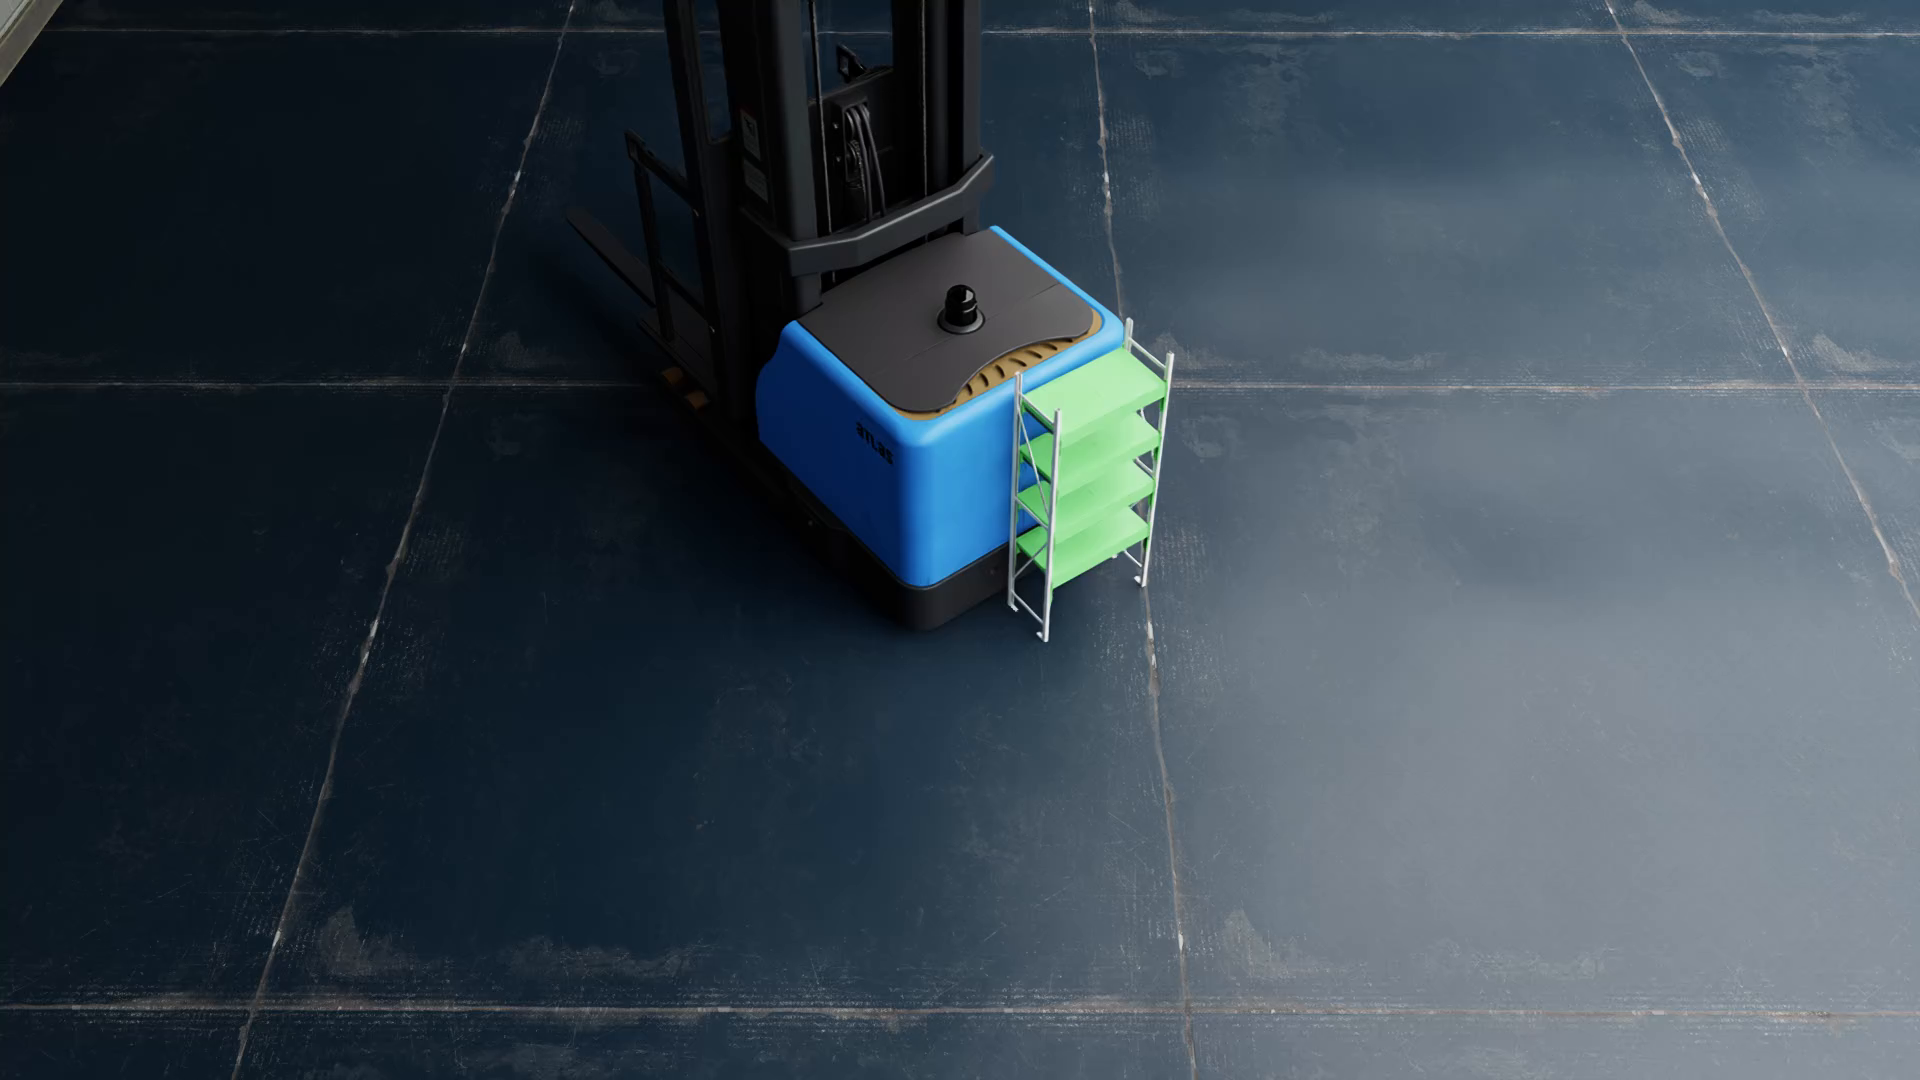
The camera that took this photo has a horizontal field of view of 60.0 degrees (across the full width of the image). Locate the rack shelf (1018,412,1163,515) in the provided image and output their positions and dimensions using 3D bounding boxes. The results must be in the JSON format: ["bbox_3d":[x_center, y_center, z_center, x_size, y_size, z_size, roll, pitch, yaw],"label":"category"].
[{"bbox_3d":[0.460,-0.313,5.981,0.480,0.148,0.258,-28,53,-23],"label":"rack shelf"}]

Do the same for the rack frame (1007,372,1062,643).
[{"bbox_3d":[0.262,-0.089,6.013,0.015,1.200,0.240,-28,53,-23],"label":"rack frame"}]

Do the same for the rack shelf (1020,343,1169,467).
[{"bbox_3d":[0.460,-0.476,5.805,0.480,0.148,0.258,-28,53,-23],"label":"rack shelf"}]

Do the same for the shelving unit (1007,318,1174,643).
[{"bbox_3d":[0.460,-0.193,6.110,0.503,1.200,0.258,-28,53,-23],"label":"shelving unit"}]

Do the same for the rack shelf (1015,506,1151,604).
[{"bbox_3d":[0.460,0.014,6.332,0.480,0.148,0.258,-28,53,-23],"label":"rack shelf"}]

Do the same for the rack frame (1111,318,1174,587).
[{"bbox_3d":[0.658,-0.297,6.207,0.015,1.200,0.240,-28,53,-23],"label":"rack frame"}]

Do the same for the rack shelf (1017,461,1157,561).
[{"bbox_3d":[0.460,-0.149,6.156,0.480,0.148,0.258,-28,53,-23],"label":"rack shelf"}]

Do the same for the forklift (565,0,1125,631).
[{"bbox_3d":[-0.683,-1.681,6.312,1.130,2.935,3.031,-30,54,-25],"label":"forklift"}]
